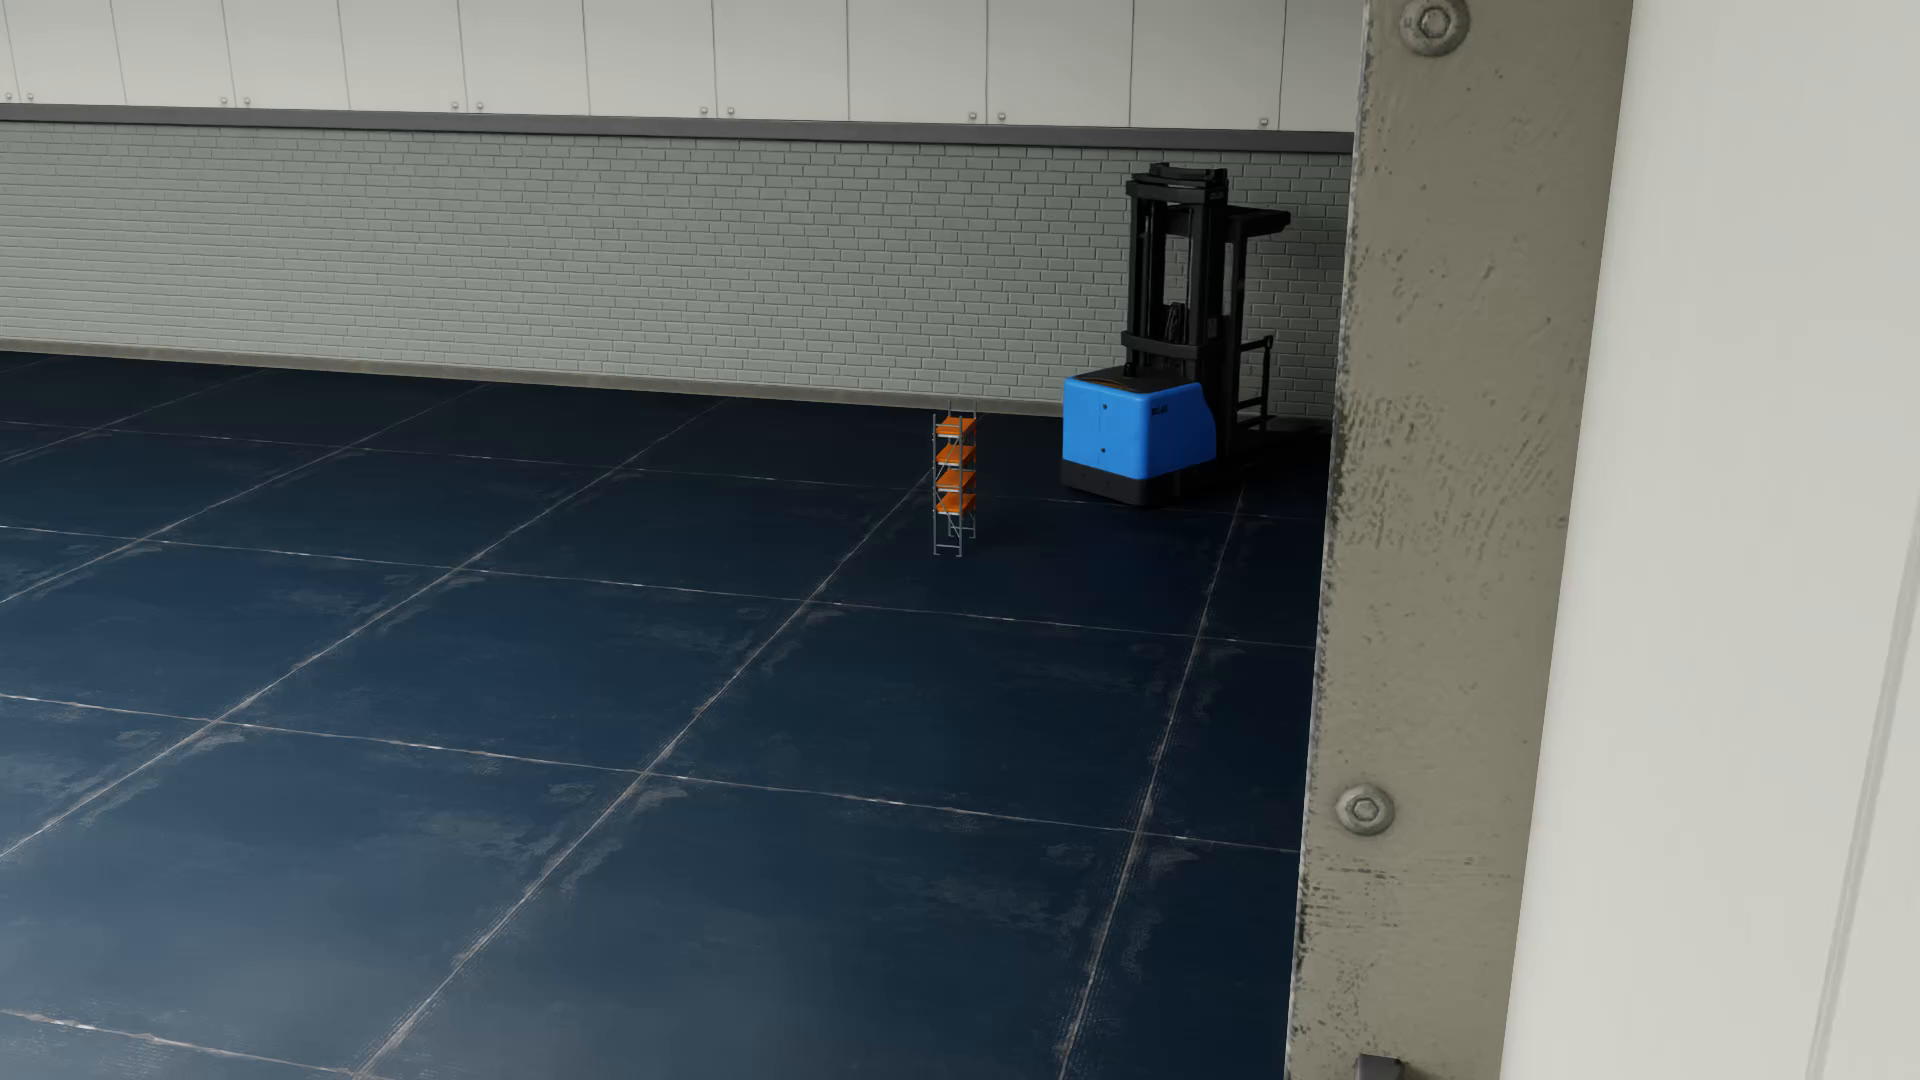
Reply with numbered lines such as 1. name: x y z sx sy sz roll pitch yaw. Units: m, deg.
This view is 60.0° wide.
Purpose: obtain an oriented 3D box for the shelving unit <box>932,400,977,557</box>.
1. shelving unit: -0.040 -0.516 13.842 0.258 1.200 0.503 5 19 13

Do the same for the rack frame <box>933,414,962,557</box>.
1. rack frame: -0.100 -0.439 13.618 0.240 1.200 0.015 5 19 13

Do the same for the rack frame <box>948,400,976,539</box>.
1. rack frame: 0.019 -0.592 14.066 0.240 1.200 0.015 5 19 13

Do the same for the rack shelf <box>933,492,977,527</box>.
1. rack shelf: -0.040 -0.264 13.928 0.258 0.148 0.480 5 19 13

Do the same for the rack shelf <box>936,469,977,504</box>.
1. rack shelf: -0.040 -0.452 13.863 0.258 0.148 0.480 5 19 13

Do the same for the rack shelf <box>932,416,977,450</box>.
1. rack shelf: -0.040 -0.888 13.715 0.258 0.148 0.480 5 19 13

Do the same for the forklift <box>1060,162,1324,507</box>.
1. forklift: 2.358 -2.069 15.710 3.031 2.935 1.130 -17 25 -40

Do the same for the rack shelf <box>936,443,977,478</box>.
1. rack shelf: -0.040 -0.664 13.791 0.258 0.148 0.480 5 19 13
